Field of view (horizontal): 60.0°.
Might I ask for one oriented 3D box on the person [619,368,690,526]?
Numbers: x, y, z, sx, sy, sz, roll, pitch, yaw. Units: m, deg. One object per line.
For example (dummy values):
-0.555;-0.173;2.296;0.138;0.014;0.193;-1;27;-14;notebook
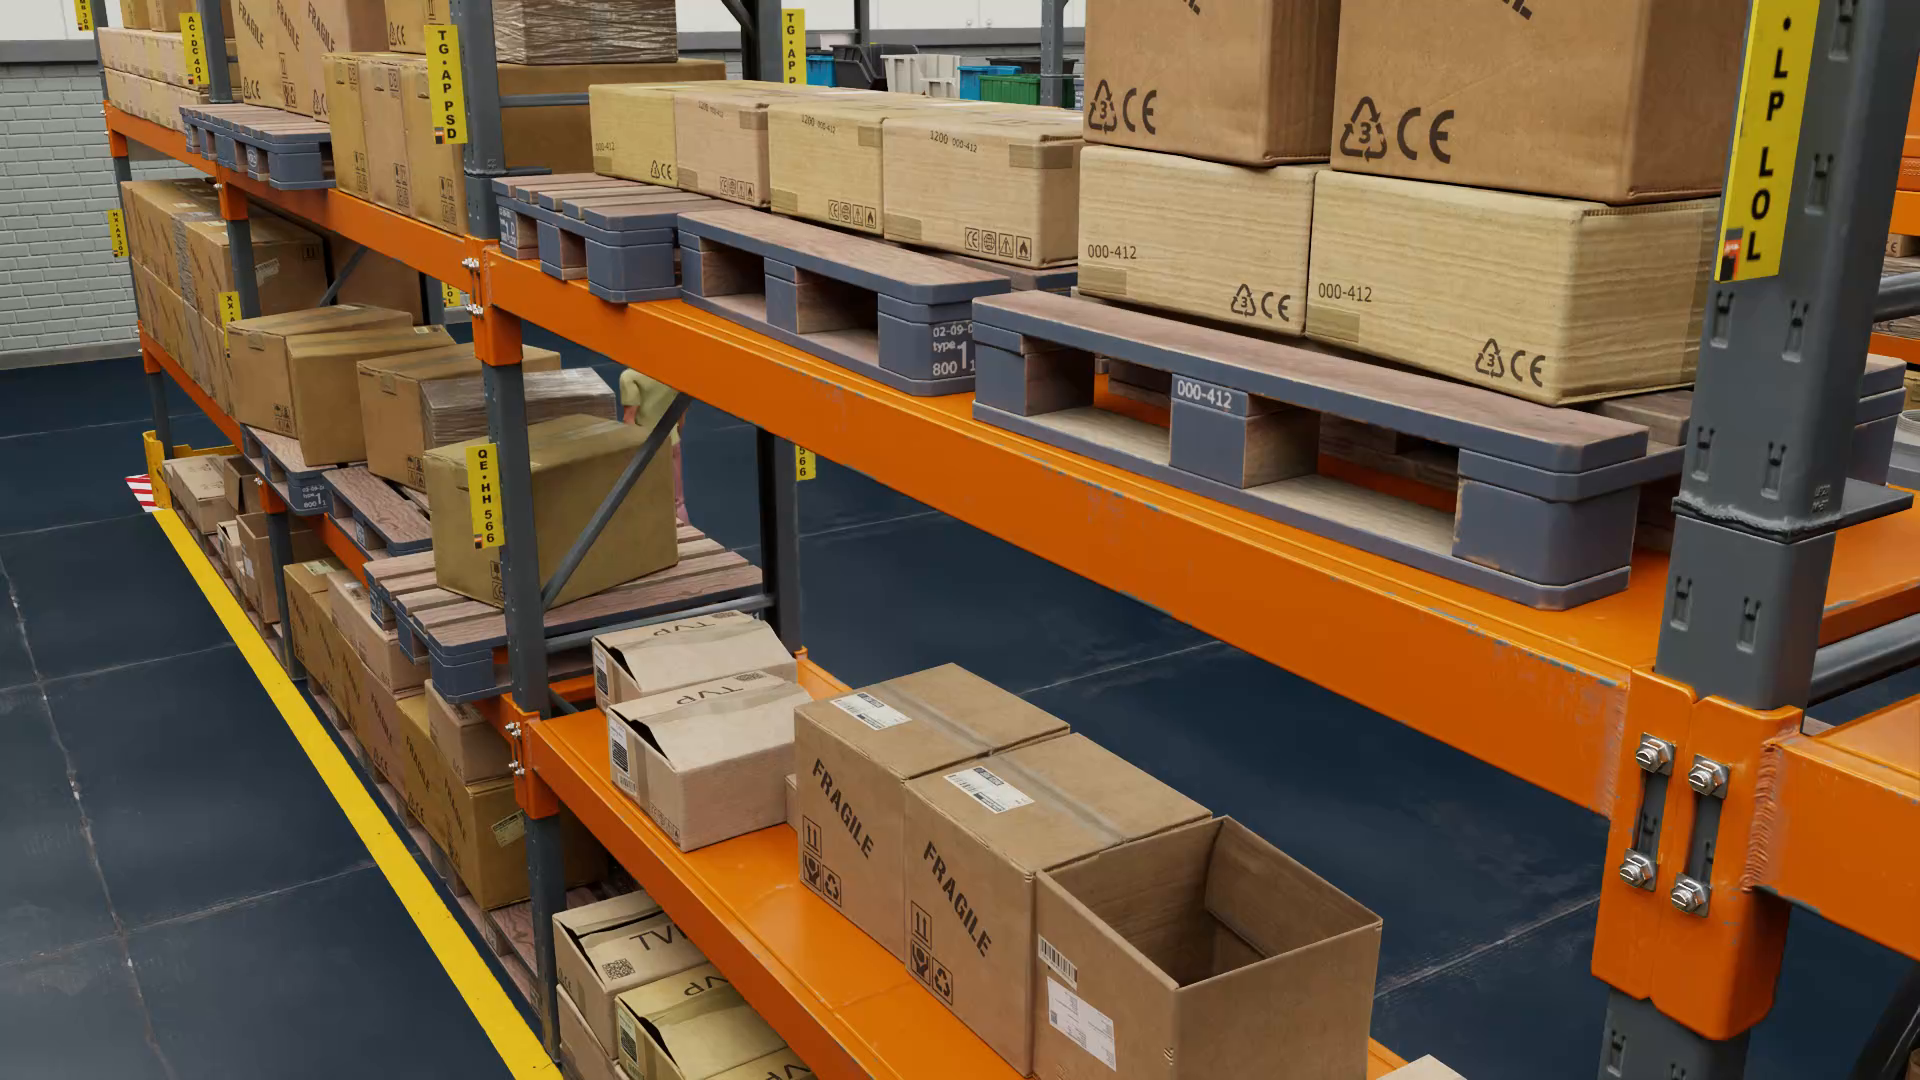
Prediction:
-1.944;-0.597;10.340;0.475;1.616;0.972;-11;21;-30;person
